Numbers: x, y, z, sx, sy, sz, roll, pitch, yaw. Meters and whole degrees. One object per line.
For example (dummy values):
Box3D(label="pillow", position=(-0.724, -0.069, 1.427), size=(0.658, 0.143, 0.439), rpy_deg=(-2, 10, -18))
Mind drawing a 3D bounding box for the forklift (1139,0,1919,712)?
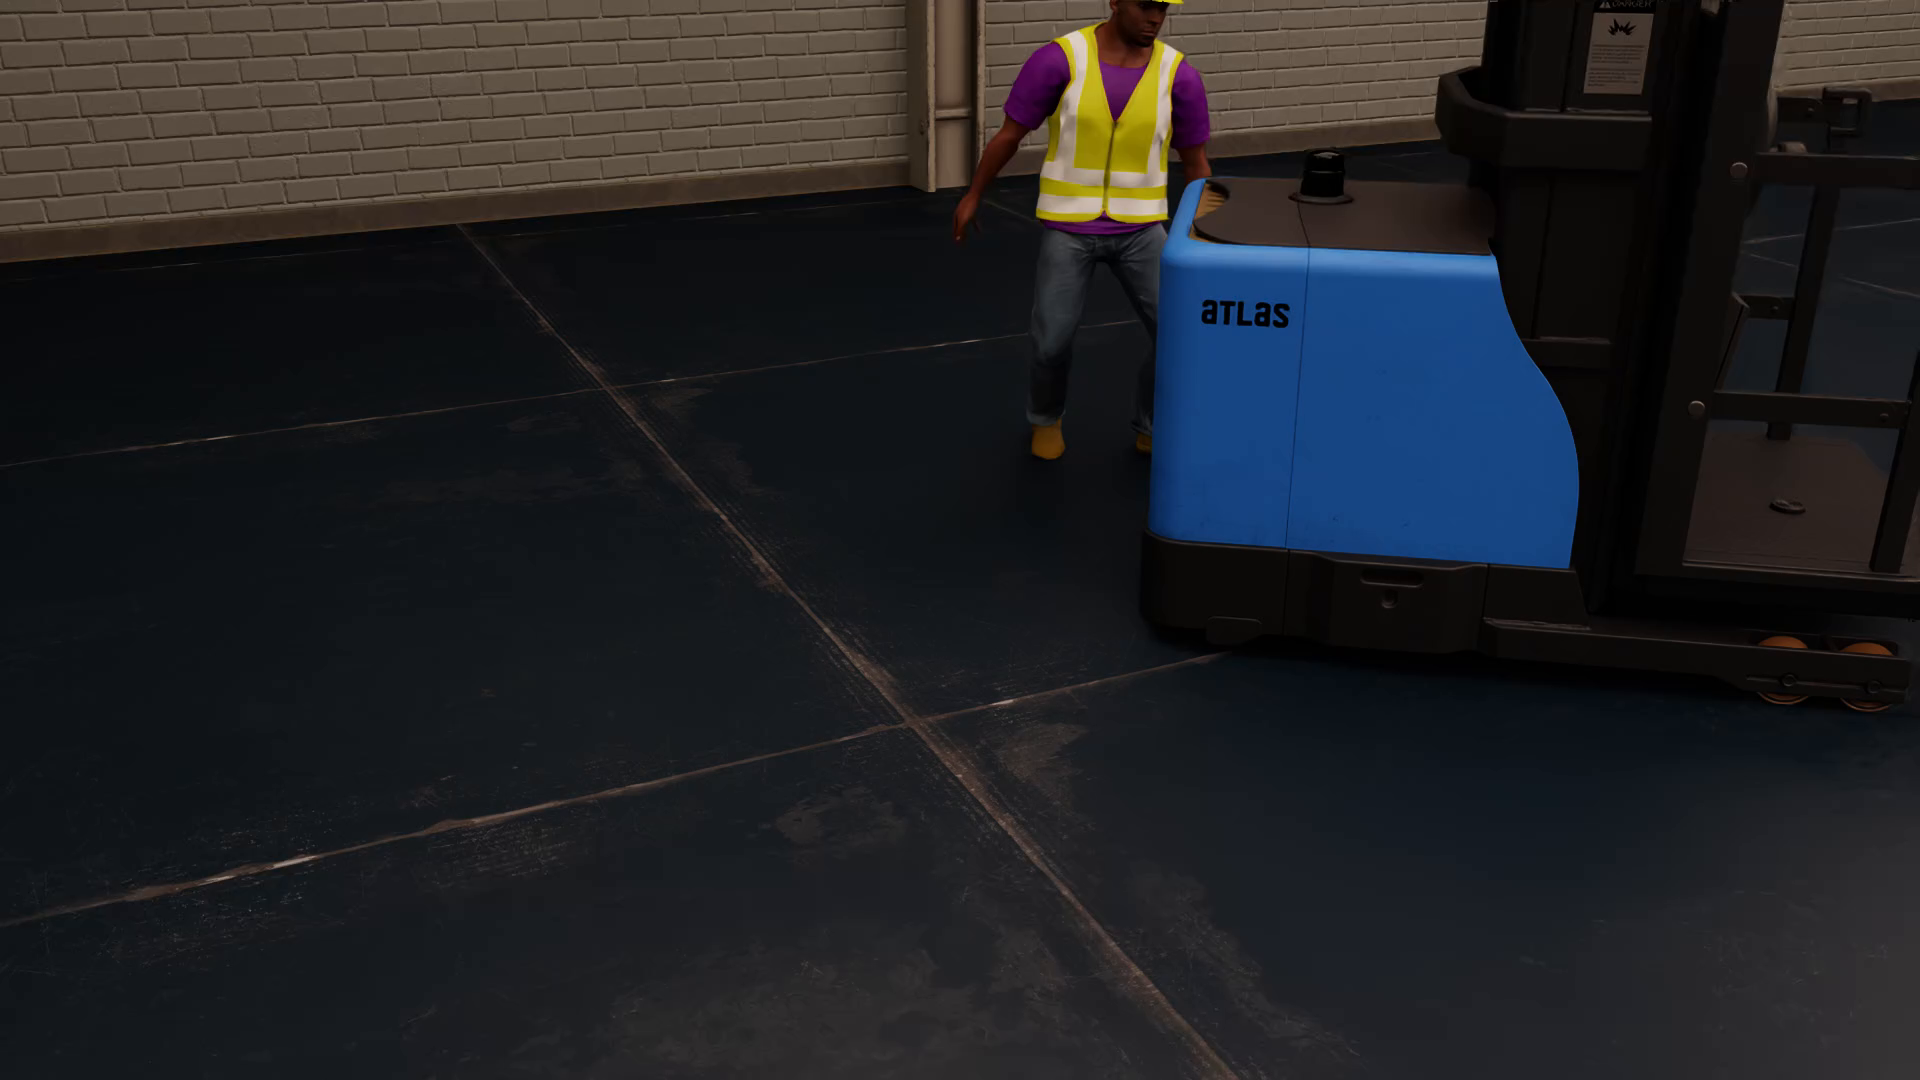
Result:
Box3D(label="forklift", position=(2.050, -1.152, 4.060), size=(3.031, 2.935, 1.130), rpy_deg=(4, 23, 10))

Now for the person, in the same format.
Box3D(label="person", position=(0.430, -1.062, 5.502), size=(0.912, 1.720, 0.504), rpy_deg=(0, 23, 1))
